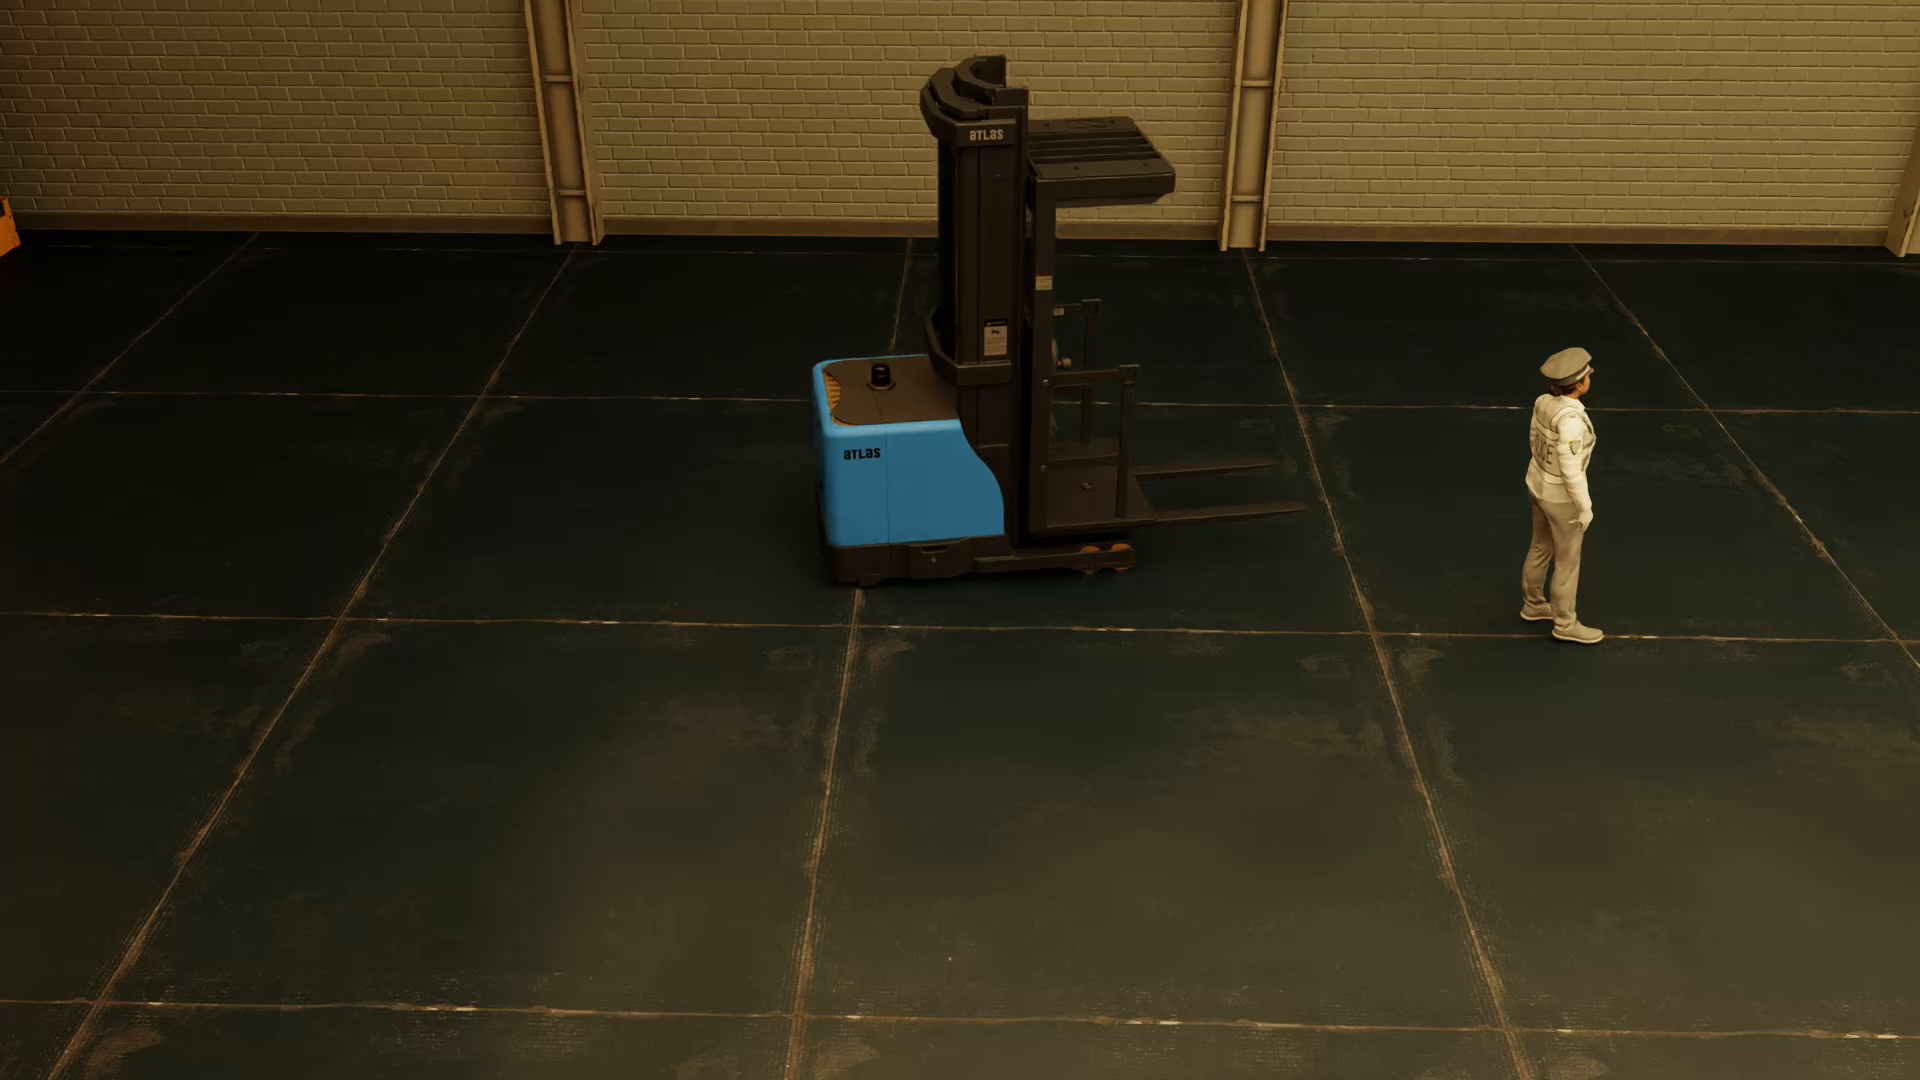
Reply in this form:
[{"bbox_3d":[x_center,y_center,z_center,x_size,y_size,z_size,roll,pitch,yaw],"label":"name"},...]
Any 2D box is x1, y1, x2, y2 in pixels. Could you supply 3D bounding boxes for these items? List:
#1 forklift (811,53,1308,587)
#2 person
[{"bbox_3d":[0.631,-1.321,9.854,3.031,2.935,1.130,-4,31,-8],"label":"forklift"},{"bbox_3d":[3.394,-0.268,9.276,0.526,1.698,0.578,-3,31,-5],"label":"person"}]
